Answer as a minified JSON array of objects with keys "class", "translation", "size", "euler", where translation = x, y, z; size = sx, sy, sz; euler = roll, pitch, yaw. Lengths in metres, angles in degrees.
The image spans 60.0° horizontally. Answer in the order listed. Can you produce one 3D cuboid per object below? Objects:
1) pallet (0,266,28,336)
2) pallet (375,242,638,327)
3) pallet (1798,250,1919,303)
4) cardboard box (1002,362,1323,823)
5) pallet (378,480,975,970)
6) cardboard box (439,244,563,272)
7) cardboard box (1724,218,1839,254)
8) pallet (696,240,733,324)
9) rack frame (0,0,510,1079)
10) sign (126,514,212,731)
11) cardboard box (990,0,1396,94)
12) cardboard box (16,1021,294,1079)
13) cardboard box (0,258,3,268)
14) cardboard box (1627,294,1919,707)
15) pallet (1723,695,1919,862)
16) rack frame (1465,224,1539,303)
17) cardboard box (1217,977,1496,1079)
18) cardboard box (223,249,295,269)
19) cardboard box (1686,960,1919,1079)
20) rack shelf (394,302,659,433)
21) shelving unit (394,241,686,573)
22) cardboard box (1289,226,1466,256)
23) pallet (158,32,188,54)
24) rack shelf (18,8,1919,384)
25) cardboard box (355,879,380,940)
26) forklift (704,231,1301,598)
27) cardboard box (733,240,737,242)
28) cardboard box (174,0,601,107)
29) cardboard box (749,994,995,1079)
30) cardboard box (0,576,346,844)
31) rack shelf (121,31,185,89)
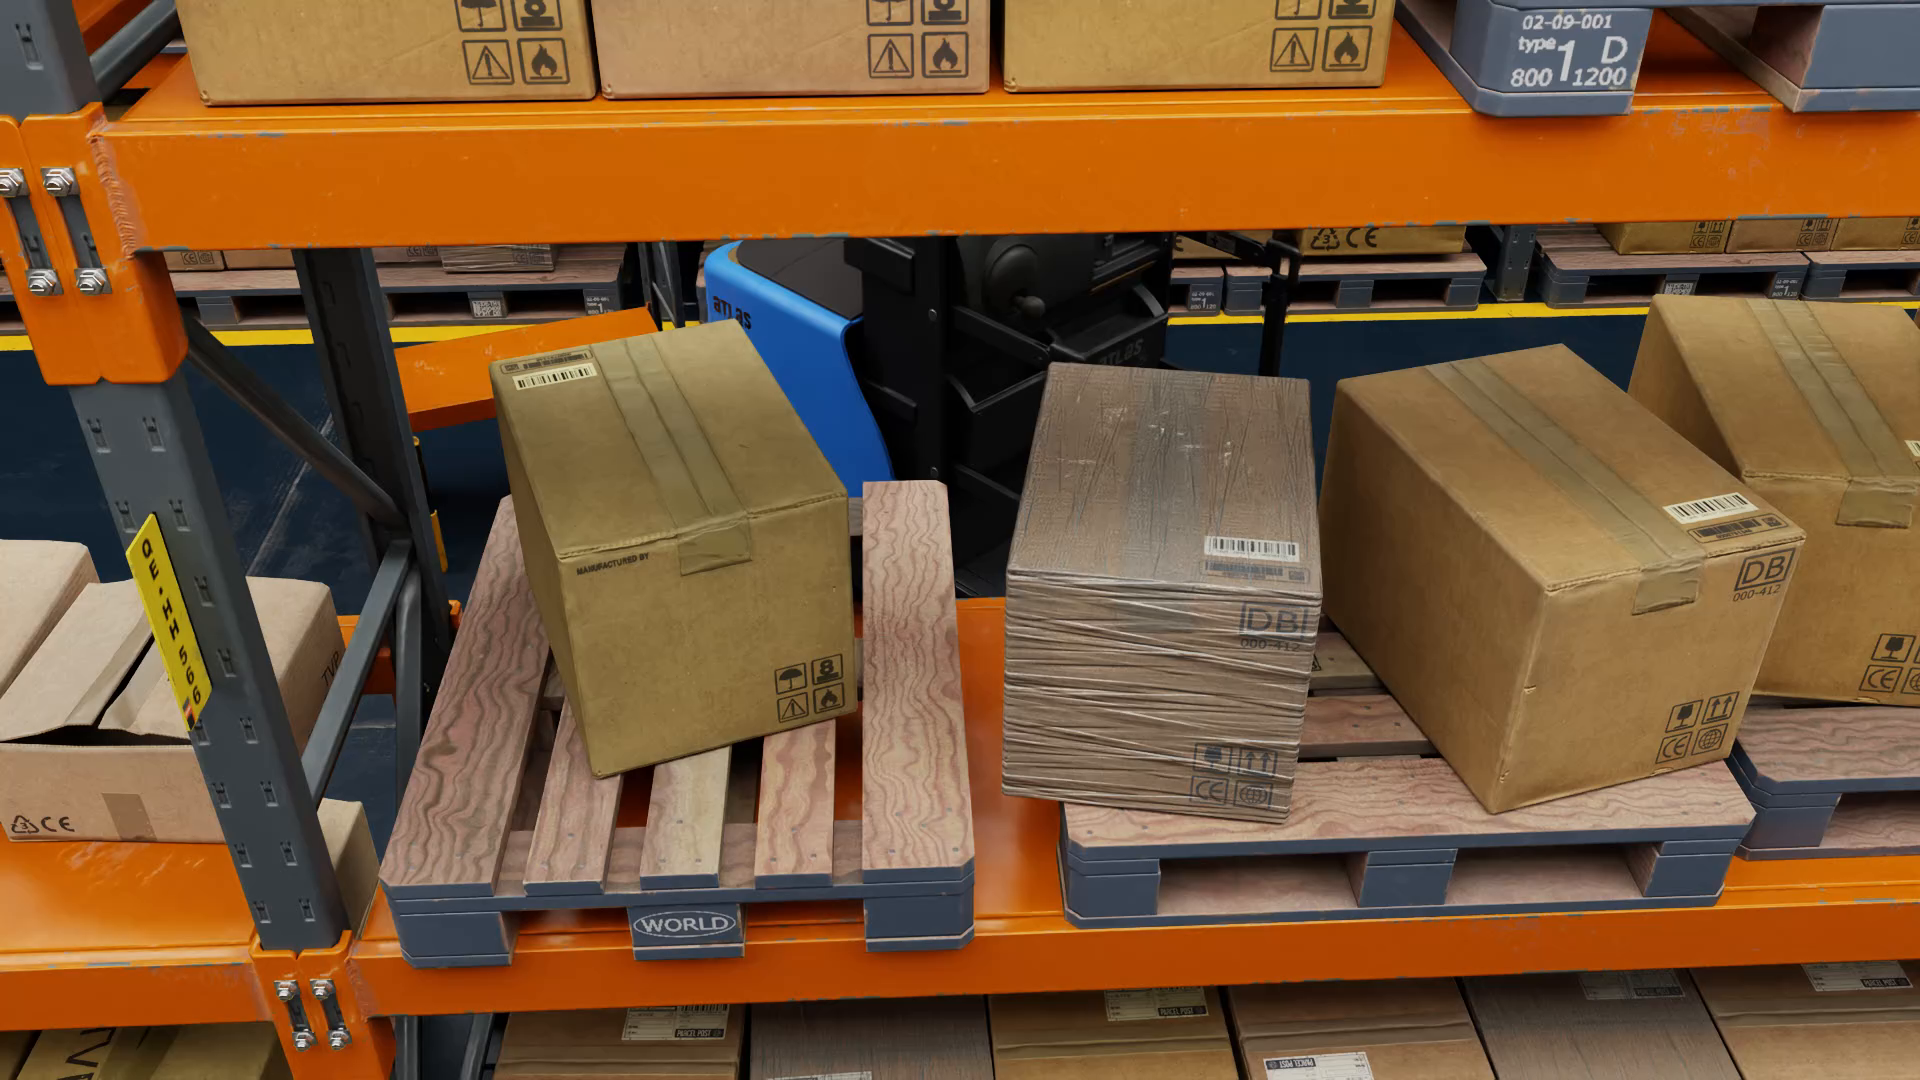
[{"class":"pallet","translation":[-4.633,-1.299,7.941],"size":[1.213,0.211,1.003],"euler":[-2,35,-2]},{"class":"pallet","translation":[-2.195,-1.365,8.036],"size":[1.213,0.211,1.003],"euler":[-2,35,-2]},{"class":"pallet","translation":[4.566,-1.503,8.236],"size":[1.213,0.211,1.003],"euler":[-2,35,-2]},{"class":"cardboard box","translation":[0.370,0.073,3.051],"size":[0.500,0.500,0.700],"euler":[5,35,7]},{"class":"pallet","translation":[-0.503,0.305,3.342],"size":[1.003,0.211,1.213],"euler":[-2,35,-2]},{"class":"cardboard box","translation":[-2.131,-1.635,7.787],"size":[0.500,0.500,0.700],"euler":[-1,35,-2]},{"class":"cardboard box","translation":[3.835,-1.758,7.981],"size":[0.500,0.500,0.700],"euler":[-2,35,-3]},{"class":"pallet","translation":[-0.624,-1.363,8.034],"size":[1.213,0.211,1.003],"euler":[-2,35,-2]},{"class":"rack frame","translation":[-1.177,0.284,3.203],"size":[0.127,3.000,1.000],"euler":[-2,35,-2]},{"class":"sign","translation":[-1.147,0.124,2.418],"size":[0.005,0.325,0.100],"euler":[-2,35,-2]},{"class":"cardboard box","translation":[0.287,-1.049,2.406],"size":[0.500,0.500,0.910],"euler":[-2,35,-2]},{"class":"cardboard box","translation":[-1.688,1.166,3.484],"size":[0.500,0.311,0.500],"euler":[-1,35,-1]},{"class":"cardboard box","translation":[-4.676,-1.606,7.745],"size":[0.500,0.500,0.700],"euler":[0,35,-1]},{"class":"cardboard box","translation":[1.651,-0.097,3.297],"size":[0.500,0.500,0.700],"euler":[4,35,5]},{"class":"pallet","translation":[2.016,0.215,3.472],"size":[1.213,0.211,1.003],"euler":[-2,35,-2]},{"class":"rack frame","translation":[2.581,-2.639,7.428],"size":[0.127,3.000,1.000],"euler":[-2,35,-2]},{"class":"cardboard box","translation":[0.837,1.237,3.637],"size":[0.500,0.500,0.500],"euler":[-3,35,-4]},{"class":"cardboard box","translation":[-3.147,-1.658,7.820],"size":[0.500,0.500,0.700],"euler":[-2,35,-2]},{"class":"cardboard box","translation":[1.845,1.208,3.678],"size":[0.500,0.500,0.500],"euler":[-1,35,-2]},{"class":"rack shelf","translation":[-1.561,-0.603,6.119],"size":[1.000,0.185,0.538],"euler":[-13,37,-18]},{"class":"shelving unit","translation":[-1.553,-0.753,6.020],"size":[1.083,1.500,0.587],"euler":[-13,37,-18]},{"class":"cardboard box","translation":[1.938,-1.836,7.788],"size":[0.750,0.750,0.750],"euler":[-1,35,-2]},{"class":"pallet","translation":[-3.390,-2.376,7.216],"size":[1.213,0.211,1.003],"euler":[-2,35,-2]},{"class":"rack shelf","translation":[0.821,-0.707,2.632],"size":[4.000,0.370,1.077],"euler":[-2,35,-2]},{"class":"cardboard box","translation":[-1.714,1.089,4.087],"size":[0.500,0.250,0.500],"euler":[-2,35,-2]},{"class":"forklift","translation":[0.470,-0.919,5.002],"size":[1.130,2.935,3.031],"euler":[-29,44,-35]},{"class":"cardboard box","translation":[-0.674,-1.765,7.685],"size":[0.750,0.750,0.750],"euler":[-2,35,-3]},{"class":"cardboard box","translation":[-0.742,-1.021,2.366],"size":[0.500,0.500,0.910],"euler":[-2,35,-2]},{"class":"cardboard box","translation":[-0.186,1.264,3.597],"size":[0.500,0.500,0.500],"euler":[-3,35,-4]},{"class":"cardboard box","translation":[-1.542,0.306,3.250],"size":[0.500,0.311,0.500],"euler":[1,35,1]},{"class":"rack shelf","translation":[-3.413,-2.182,7.399],"size":[4.000,0.370,1.077],"euler":[-2,35,-2]}]
